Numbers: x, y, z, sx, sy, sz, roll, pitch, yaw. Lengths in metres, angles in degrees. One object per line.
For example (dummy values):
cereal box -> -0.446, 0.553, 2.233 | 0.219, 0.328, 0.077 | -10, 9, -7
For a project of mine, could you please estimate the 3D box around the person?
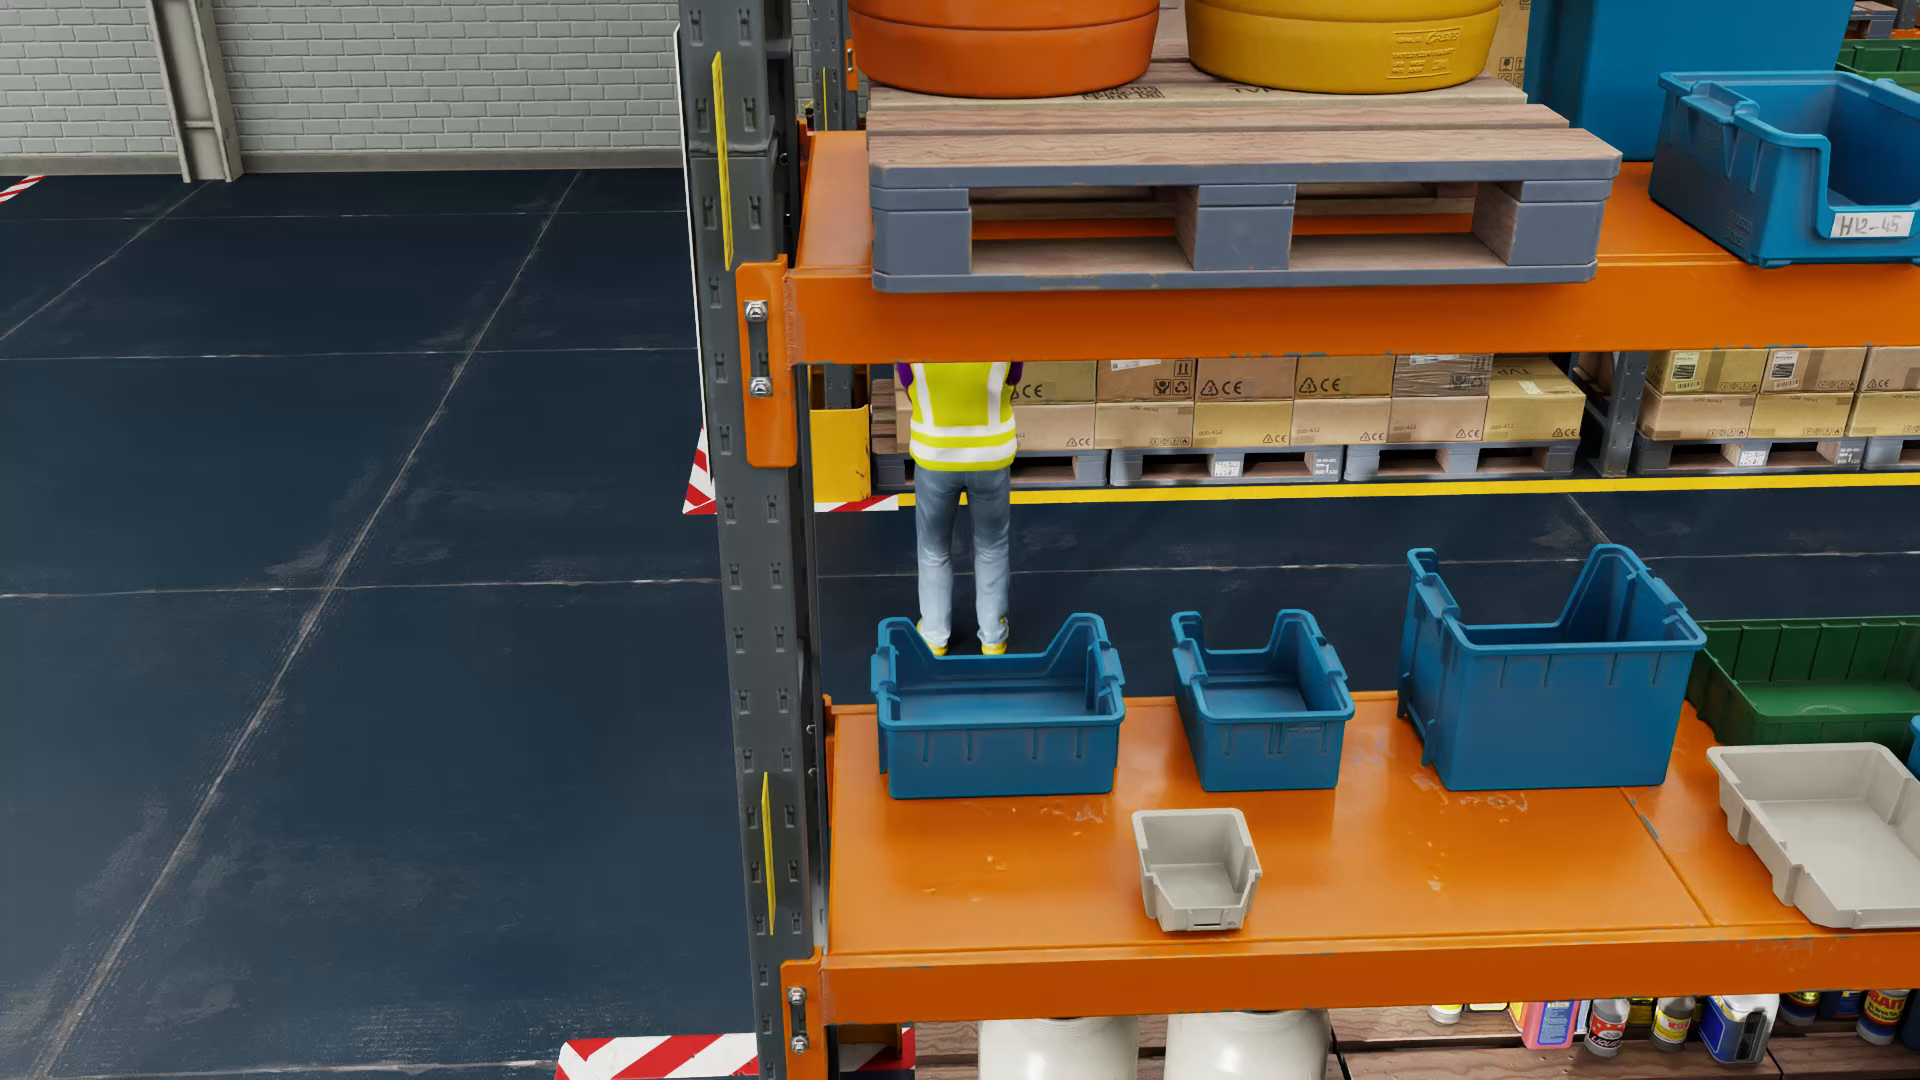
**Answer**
person -> -0.005, -0.372, 6.817 | 0.503, 1.760, 0.577 | -1, 27, -2
